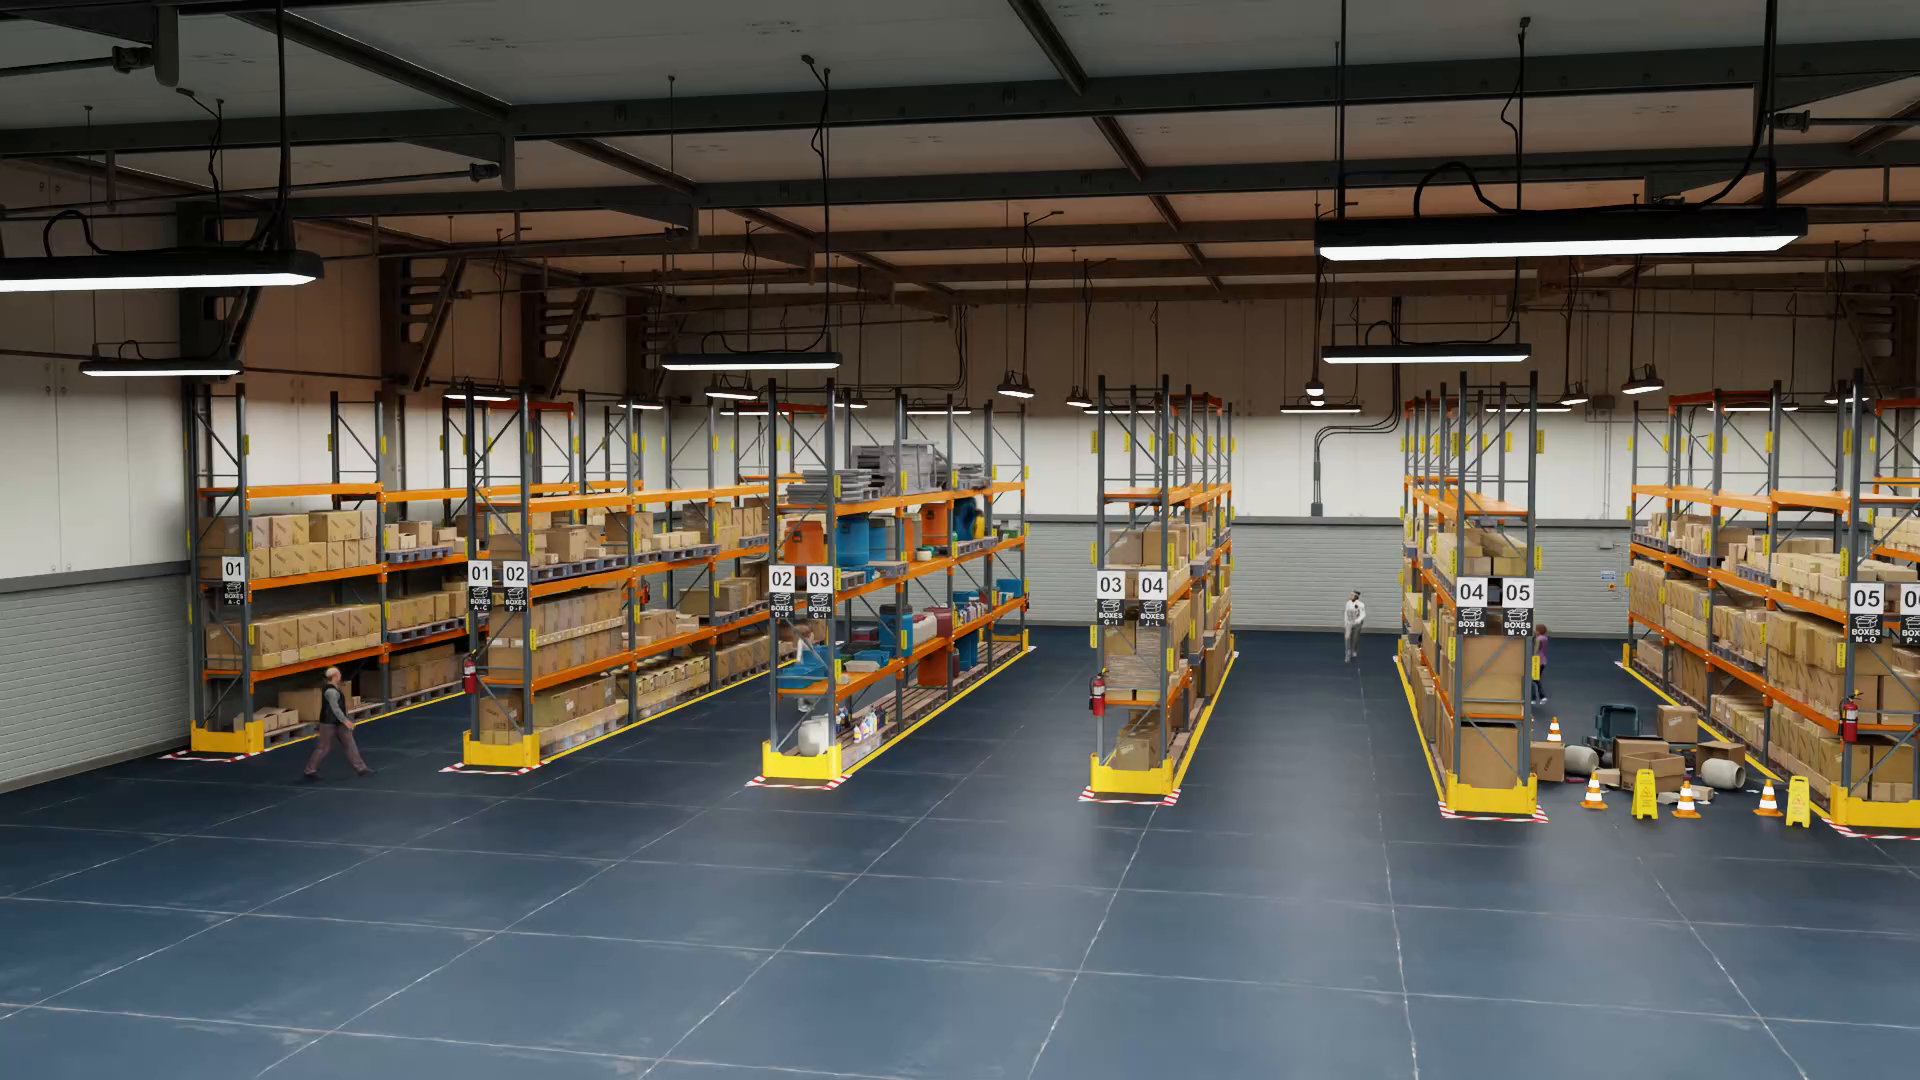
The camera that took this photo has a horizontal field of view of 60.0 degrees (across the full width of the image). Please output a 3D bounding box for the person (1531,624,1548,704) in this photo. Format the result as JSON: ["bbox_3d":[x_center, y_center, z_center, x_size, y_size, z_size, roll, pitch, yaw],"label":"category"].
[{"bbox_3d":[11.078,2.411,32.081,0.471,1.617,0.454,-2,4,-30],"label":"person"}]

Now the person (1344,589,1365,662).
[{"bbox_3d":[9.193,1.975,38.726,0.484,1.671,0.958,1,3,19],"label":"person"}]

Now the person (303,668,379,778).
[{"bbox_3d":[-9.282,2.728,24.801,1.046,1.655,0.509,0,3,3],"label":"person"}]

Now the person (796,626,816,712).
[{"bbox_3d":[-2.930,2.444,31.336,0.325,1.661,0.482,1,4,24],"label":"person"}]
